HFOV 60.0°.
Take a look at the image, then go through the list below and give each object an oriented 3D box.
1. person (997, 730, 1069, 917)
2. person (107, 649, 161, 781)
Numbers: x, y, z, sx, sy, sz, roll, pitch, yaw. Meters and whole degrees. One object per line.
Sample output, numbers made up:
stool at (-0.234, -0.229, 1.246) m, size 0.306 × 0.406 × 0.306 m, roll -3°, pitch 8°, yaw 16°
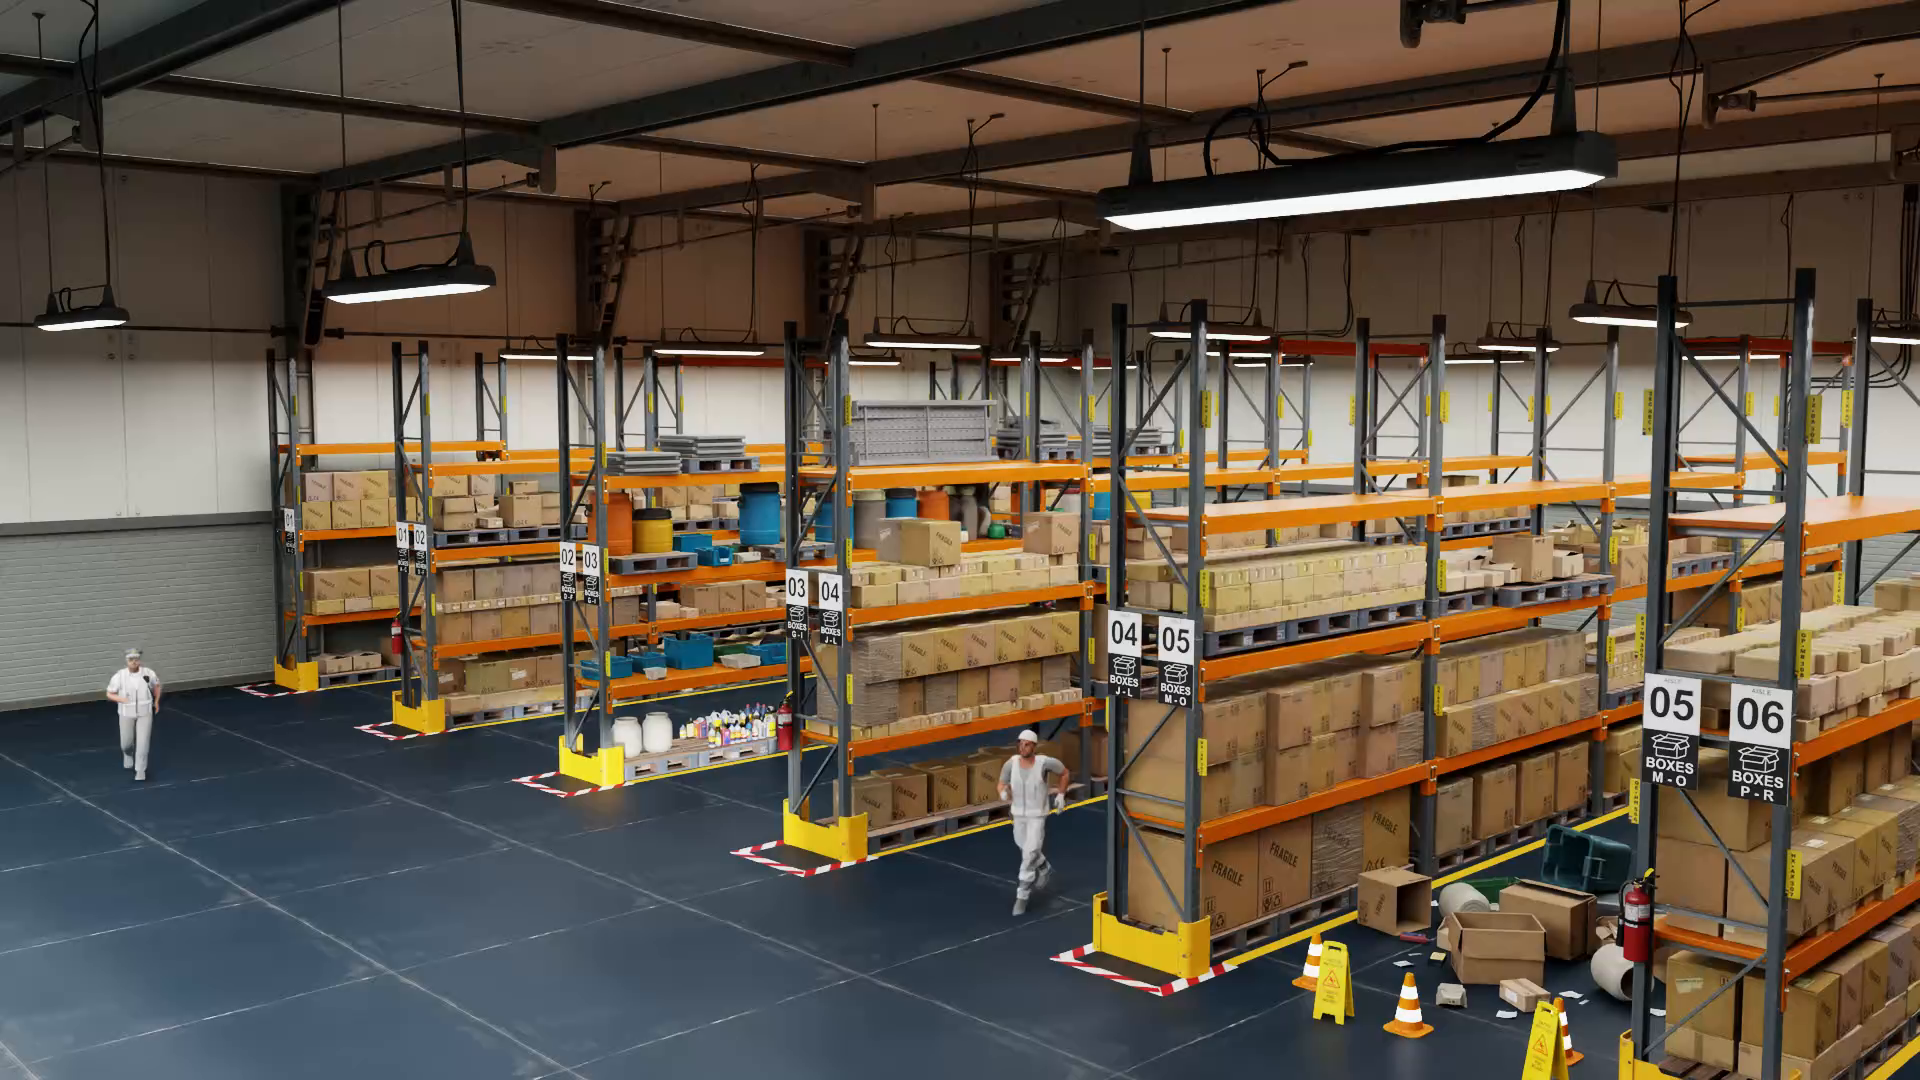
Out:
person at (0.725, 2.828, 16.887) m, size 0.690 × 1.848 × 0.913 m, roll 2°, pitch 5°, yaw 25°
person at (-11.184, 2.331, 22.554) m, size 0.676 × 1.755 × 0.817 m, roll -3°, pitch 6°, yaw -30°
